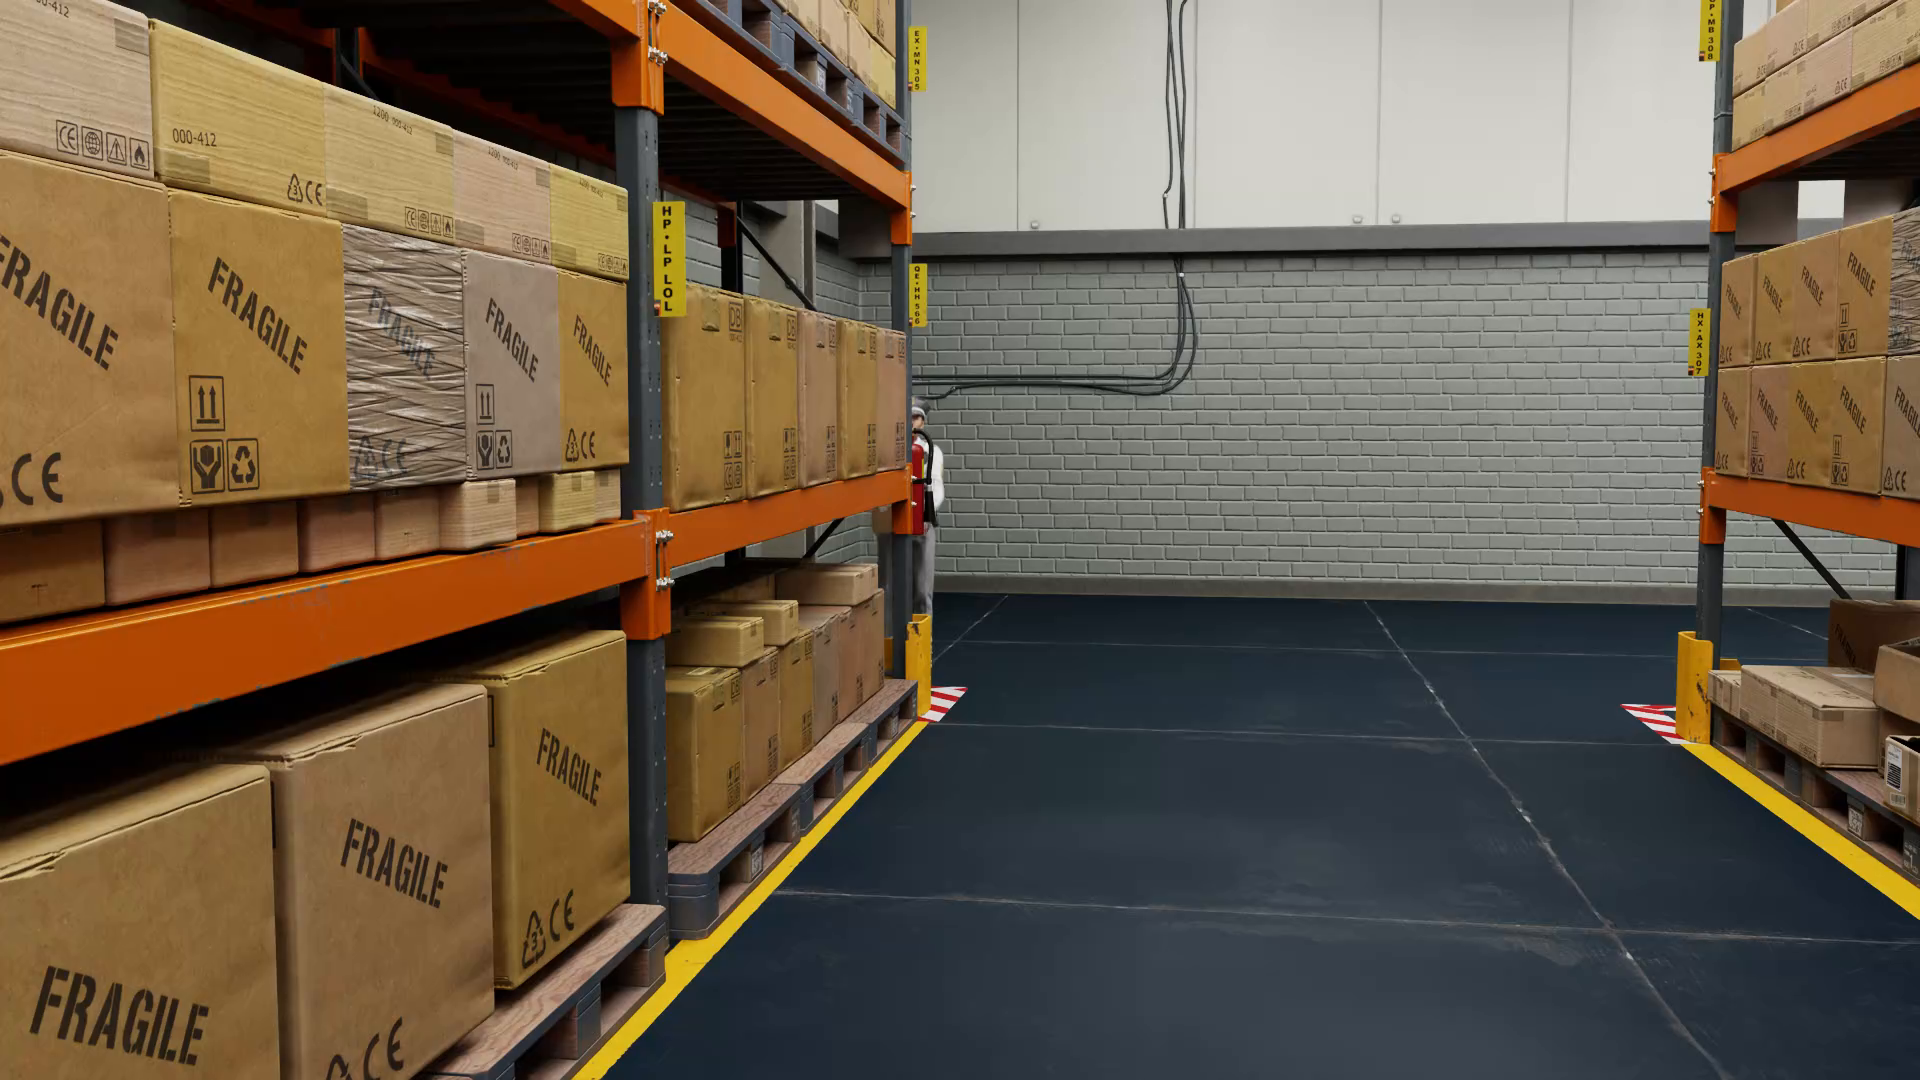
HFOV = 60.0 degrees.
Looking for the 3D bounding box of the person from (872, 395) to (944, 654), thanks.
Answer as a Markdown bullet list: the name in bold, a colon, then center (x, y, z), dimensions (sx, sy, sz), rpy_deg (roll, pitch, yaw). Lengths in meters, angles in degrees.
- **person**: center (-0.331, -0.048, 10.283), dimensions (0.467, 1.695, 0.554), rpy_deg (0, 5, 4)
